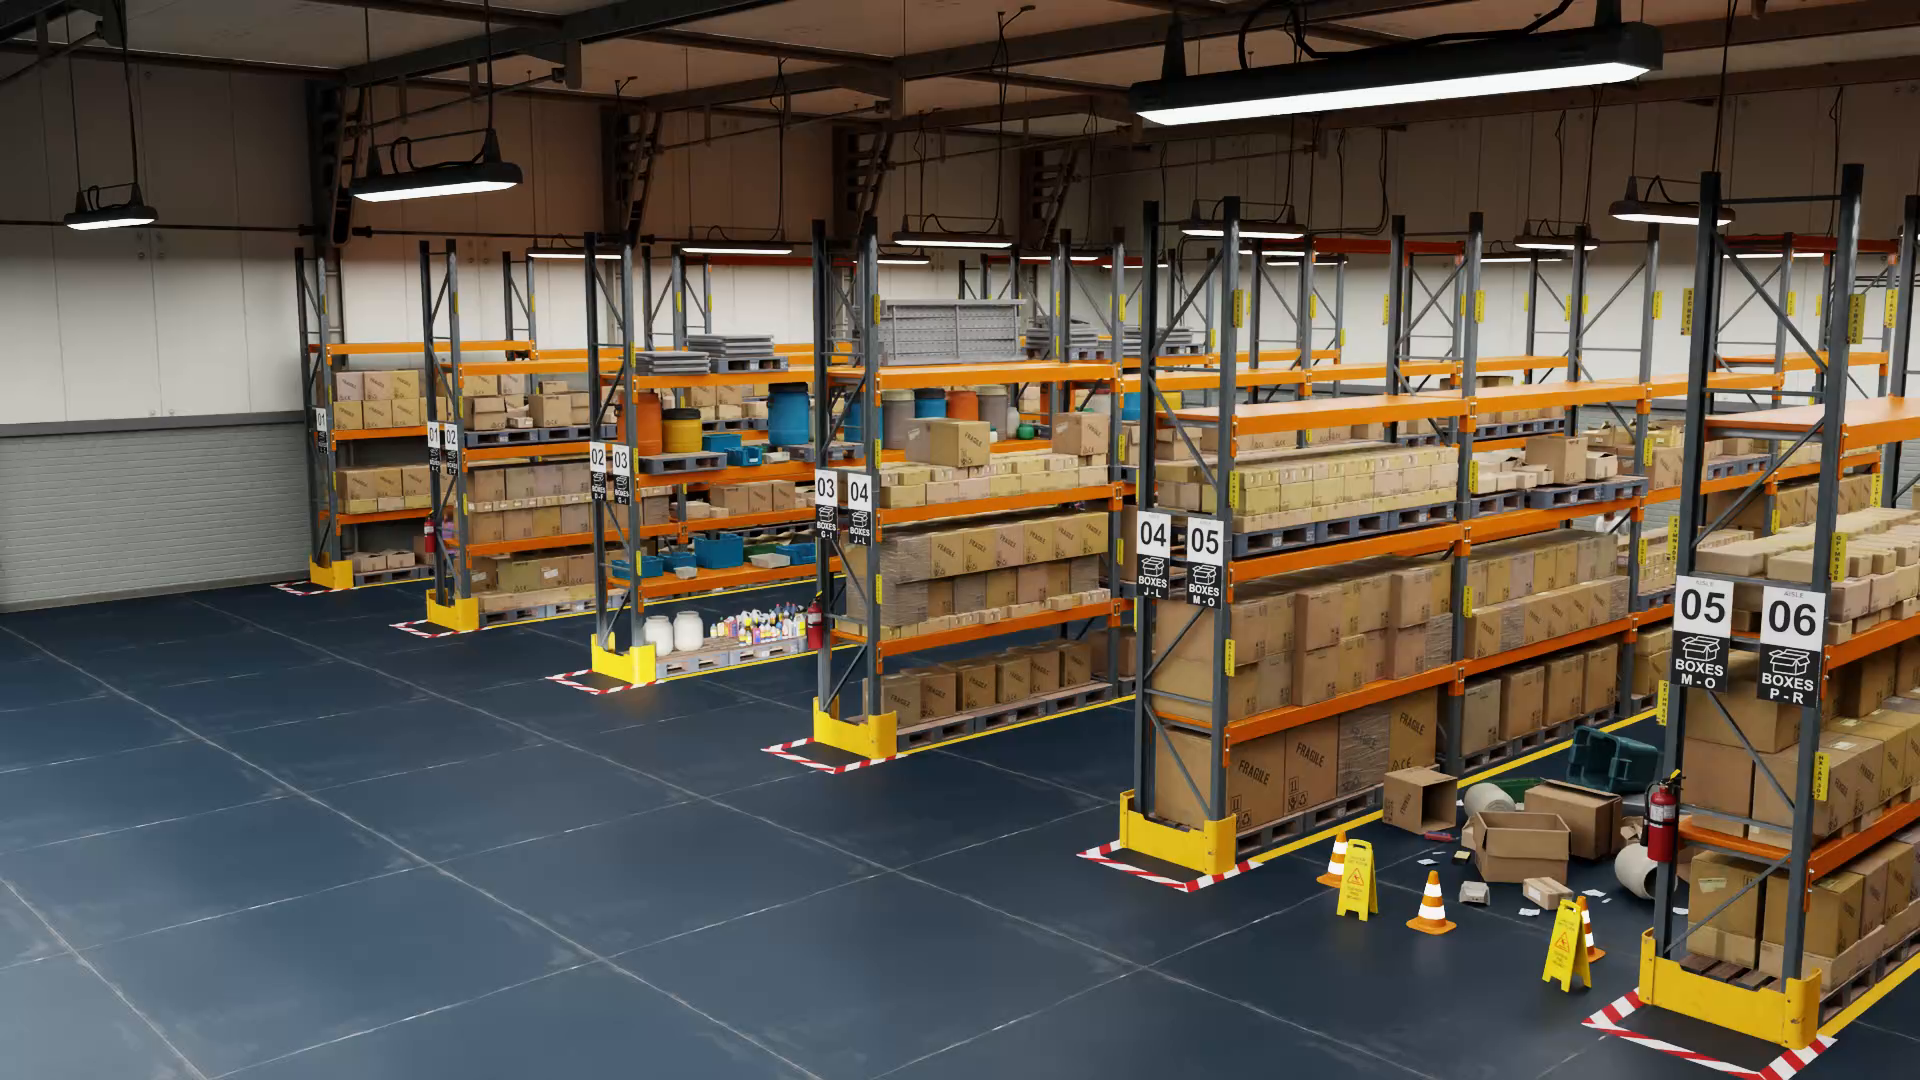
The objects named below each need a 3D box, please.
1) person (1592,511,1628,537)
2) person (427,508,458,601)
[{"bbox_3d":[10.763,0.201,27.783,0.694,1.744,0.897,7,11,40],"label":"person"},{"bbox_3d":[-8.783,0.262,28.231,0.515,1.598,0.337,-3,9,-20],"label":"person"}]
